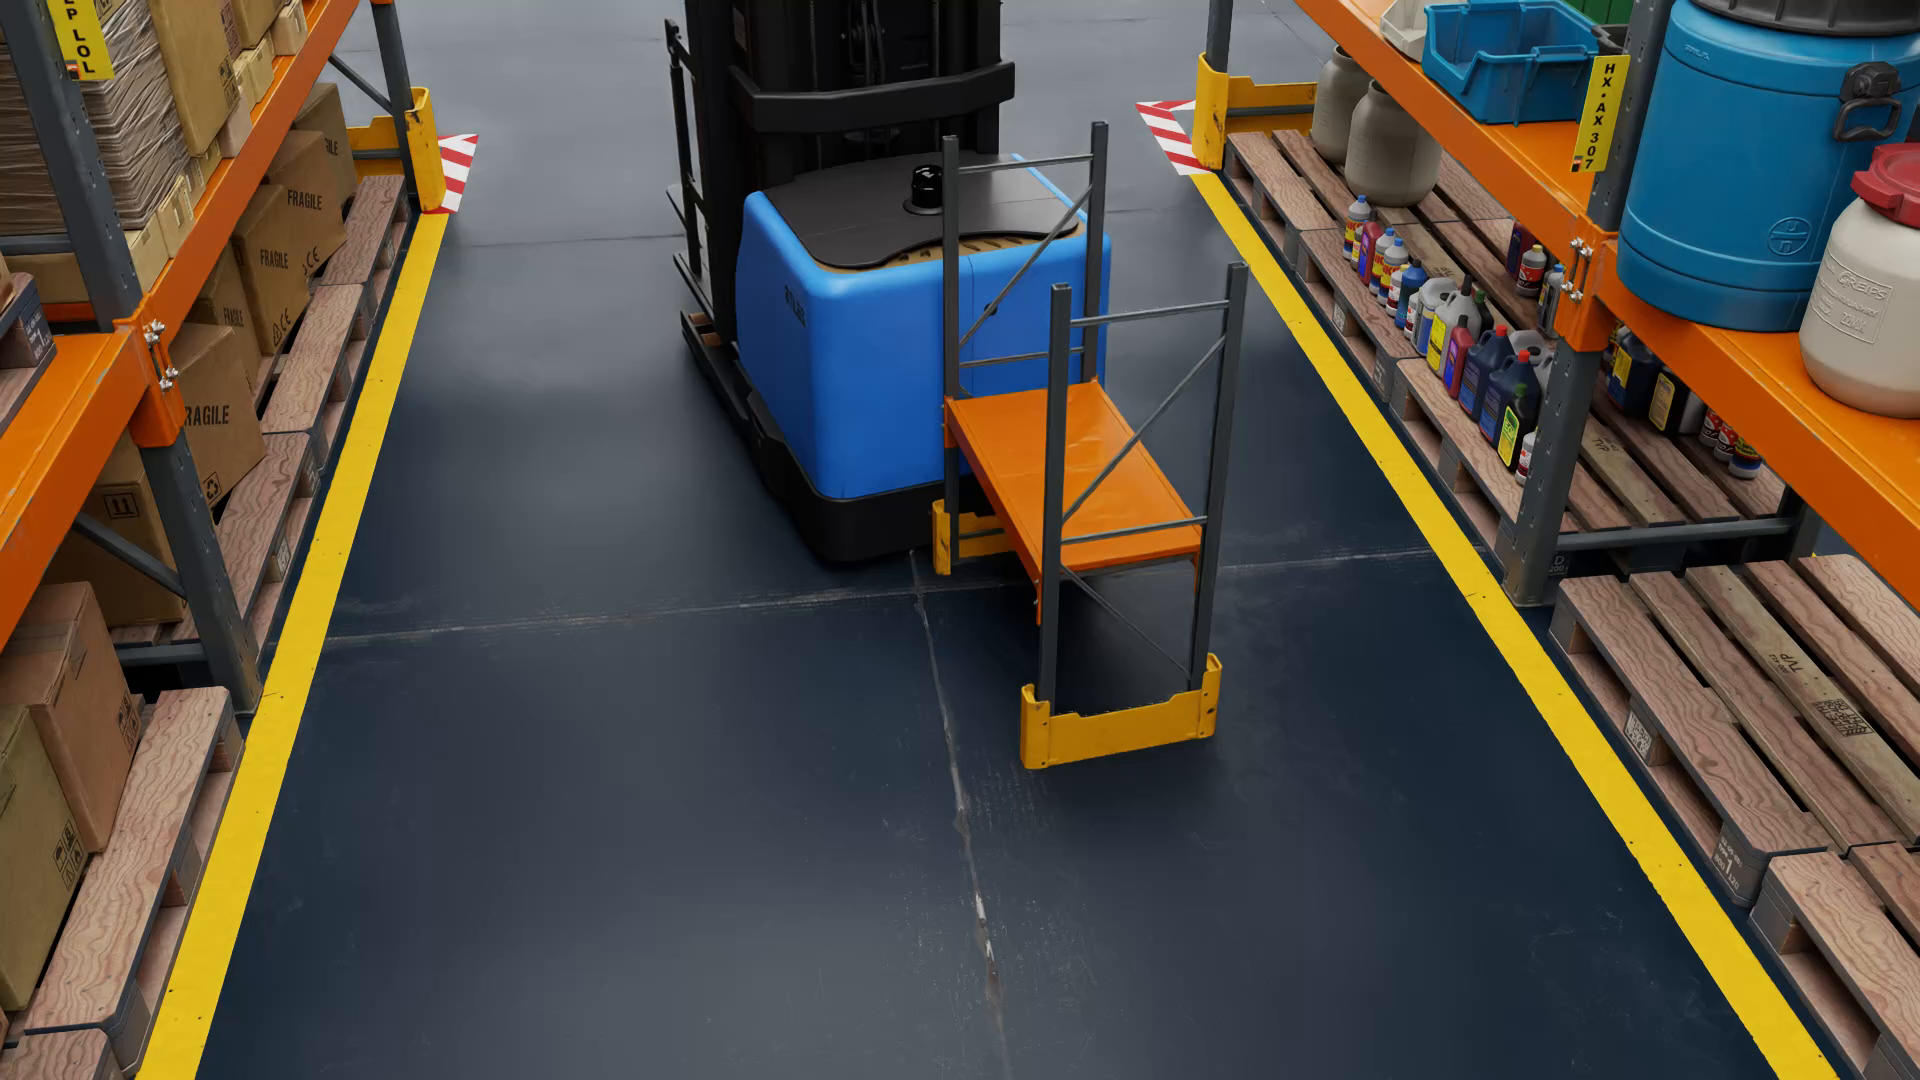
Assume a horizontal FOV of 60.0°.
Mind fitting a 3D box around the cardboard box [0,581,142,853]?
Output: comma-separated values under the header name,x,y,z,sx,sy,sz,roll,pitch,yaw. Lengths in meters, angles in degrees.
name,x,y,z,sx,sy,sz,roll,pitch,yaw
cardboard box,-2.551,0.487,4.200,0.700,0.500,0.500,-7,35,-10

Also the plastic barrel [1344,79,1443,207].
name,x,y,z,sx,sy,sz,roll,pitch,yaw
plastic barrel,1.990,-1.820,7.593,0.421,0.512,0.421,0,34,0

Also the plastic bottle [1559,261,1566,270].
name,x,y,z,sx,sy,sz,roll,pitch,yaw
plastic bottle,2.491,-1.099,6.660,0.144,0.351,0.185,-3,34,-4

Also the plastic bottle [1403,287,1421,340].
name,x,y,z,sx,sy,sz,roll,pitch,yaw
plastic bottle,1.794,-0.888,6.484,0.097,0.201,0.097,0,34,0

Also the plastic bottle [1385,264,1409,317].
name,x,y,z,sx,sy,sz,roll,pitch,yaw
plastic bottle,1.766,-1.003,6.653,0.097,0.201,0.097,0,34,0

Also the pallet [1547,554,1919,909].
name,x,y,z,sx,sy,sz,roll,pitch,yaw
pallet,2.440,0.504,4.823,1.003,0.211,1.213,-4,35,-6

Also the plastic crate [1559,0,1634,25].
name,x,y,z,sx,sy,sz,roll,pitch,yaw
plastic crate,2.393,-1.775,5.879,0.450,0.188,0.662,-4,35,-6

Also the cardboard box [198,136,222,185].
name,x,y,z,sx,sy,sz,roll,pitch,yaw
cardboard box,-2.467,-1.164,5.017,0.380,0.149,0.250,-4,35,-6

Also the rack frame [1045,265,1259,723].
name,x,y,z,sx,sy,sz,roll,pitch,yaw
rack frame,0.483,-0.006,4.428,0.500,1.500,0.032,-9,35,-13

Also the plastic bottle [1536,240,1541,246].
name,x,y,z,sx,sy,sz,roll,pitch,yaw
plastic bottle,2.446,-1.237,6.930,0.152,0.276,0.135,-4,34,-6

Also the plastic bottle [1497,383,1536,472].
name,x,y,z,sx,sy,sz,roll,pitch,yaw
plastic bottle,1.905,-0.386,5.674,0.061,0.283,0.133,-3,34,-4

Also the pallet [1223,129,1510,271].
name,x,y,z,sx,sy,sz,roll,pitch,yaw
pallet,1.919,-1.671,8.014,1.003,0.211,1.213,-4,35,-6

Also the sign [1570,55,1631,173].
name,x,y,z,sx,sy,sz,roll,pitch,yaw
sign,1.750,-1.162,4.546,0.100,0.325,0.005,-4,35,-6

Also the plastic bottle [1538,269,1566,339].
name,x,y,z,sx,sy,sz,roll,pitch,yaw
plastic bottle,2.373,-0.939,6.492,0.152,0.276,0.135,-4,35,-6

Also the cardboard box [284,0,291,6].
name,x,y,z,sx,sy,sz,roll,pitch,yaw
cardboard box,-2.892,-2.243,6.025,0.875,0.500,0.500,-4,35,-6

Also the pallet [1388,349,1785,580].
name,x,y,z,sx,sy,sz,roll,pitch,yaw
pallet,2.247,-0.309,6.016,1.003,0.211,1.213,-4,35,-6

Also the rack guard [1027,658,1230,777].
name,x,y,z,sx,sy,sz,roll,pitch,yaw
rack guard,0.483,0.509,4.781,0.587,0.250,0.087,-9,35,-13

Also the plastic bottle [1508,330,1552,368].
name,x,y,z,sx,sy,sz,roll,pitch,yaw
plastic bottle,2.042,-0.609,6.009,0.152,0.276,0.135,-4,35,-6

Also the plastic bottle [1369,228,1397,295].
name,x,y,z,sx,sy,sz,roll,pitch,yaw
plastic bottle,1.739,-1.143,6.796,0.097,0.271,0.097,0,34,0

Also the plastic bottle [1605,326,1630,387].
name,x,y,z,sx,sy,sz,roll,pitch,yaw
plastic bottle,2.460,-0.691,6.133,0.097,0.271,0.097,0,34,0

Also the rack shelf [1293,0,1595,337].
name,x,y,z,sx,sy,sz,roll,pitch,yaw
rack shelf,2.027,-1.902,6.516,1.077,0.370,4.000,-4,35,-6

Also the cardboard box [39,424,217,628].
name,x,y,z,sx,sy,sz,roll,pitch,yaw
cardboard box,-2.626,-0.075,5.043,0.500,0.500,0.500,-5,35,-8

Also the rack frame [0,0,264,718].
name,x,y,z,sx,sy,sz,roll,pitch,yaw
rack frame,-2.612,-0.708,4.126,1.000,3.000,0.127,-4,35,-6

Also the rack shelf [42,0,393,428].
name,x,y,z,sx,sy,sz,roll,pitch,yaw
rack shelf,-2.881,-1.527,5.966,1.077,0.370,4.000,-4,35,-6

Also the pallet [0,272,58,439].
name,x,y,z,sx,sy,sz,roll,pitch,yaw
pallet,-2.653,-0.191,3.538,1.003,0.211,1.213,-4,35,-6

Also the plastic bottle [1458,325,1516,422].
name,x,y,z,sx,sy,sz,roll,pitch,yaw
plastic bottle,1.898,-0.615,5.951,0.144,0.351,0.185,-6,35,-9

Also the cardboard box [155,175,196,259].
name,x,y,z,sx,sy,sz,roll,pitch,yaw
cardboard box,-2.363,-0.888,4.612,0.380,0.149,0.250,-4,35,-6

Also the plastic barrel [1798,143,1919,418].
name,x,y,z,sx,sy,sz,roll,pitch,yaw
plastic barrel,2.207,-0.589,3.830,0.433,0.535,0.433,0,34,0

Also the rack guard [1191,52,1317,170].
name,x,y,z,sx,sy,sz,roll,pitch,yaw
rack guard,1.815,-2.244,8.598,1.175,0.500,0.348,-4,35,-6

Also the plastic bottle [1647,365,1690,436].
name,x,y,z,sx,sy,sz,roll,pitch,yaw
plastic bottle,2.512,-0.524,5.876,0.061,0.283,0.133,-4,35,-6

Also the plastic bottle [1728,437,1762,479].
name,x,y,z,sx,sy,sz,roll,pitch,yaw
plastic bottle,2.688,-0.349,5.630,0.097,0.271,0.097,0,34,0

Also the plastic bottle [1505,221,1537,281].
name,x,y,z,sx,sy,sz,roll,pitch,yaw
plastic bottle,2.341,-1.232,6.916,0.061,0.283,0.133,-4,35,-6

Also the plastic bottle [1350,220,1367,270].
name,x,y,z,sx,sy,sz,roll,pitch,yaw
plastic bottle,1.707,-1.248,7.012,0.097,0.201,0.097,0,34,0

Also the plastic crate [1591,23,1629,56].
name,x,y,z,sx,sy,sz,roll,pitch,yaw
plastic crate,2.352,-1.359,5.136,0.767,0.338,0.504,-4,35,-6

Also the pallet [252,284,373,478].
name,x,y,z,sx,sy,sz,roll,pitch,yaw
pallet,-2.905,-0.610,6.458,1.003,0.211,1.213,-4,35,-6

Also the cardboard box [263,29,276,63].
name,x,y,z,sx,sy,sz,roll,pitch,yaw
cardboard box,-2.636,-1.719,5.832,0.380,0.149,0.250,-4,35,-6

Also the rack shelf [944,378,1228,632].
name,x,y,z,sx,sy,sz,roll,pitch,yaw
rack shelf,0.344,-0.133,4.933,0.538,0.185,1.000,-9,35,-13

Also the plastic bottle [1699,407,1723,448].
name,x,y,z,sx,sy,sz,roll,pitch,yaw
plastic bottle,2.660,-0.433,5.816,0.097,0.201,0.097,0,34,0

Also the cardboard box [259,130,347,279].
name,x,y,z,sx,sy,sz,roll,pitch,yaw
cardboard box,-2.968,-1.400,6.988,0.500,0.500,0.500,4,35,6

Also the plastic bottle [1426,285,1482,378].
name,x,y,z,sx,sy,sz,roll,pitch,yaw
plastic bottle,1.855,-0.795,6.215,0.144,0.351,0.185,-5,35,-7

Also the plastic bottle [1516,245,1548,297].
name,x,y,z,sx,sy,sz,roll,pitch,yaw
plastic bottle,2.344,-1.109,6.808,0.097,0.201,0.097,0,34,0

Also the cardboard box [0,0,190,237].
name,x,y,z,sx,sy,sz,roll,pitch,yaw
cardboard box,-2.611,-1.128,4.389,0.875,0.500,0.500,-4,35,-6

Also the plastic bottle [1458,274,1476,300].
name,x,y,z,sx,sy,sz,roll,pitch,yaw
plastic bottle,1.942,-0.867,6.380,0.061,0.283,0.133,-4,35,-6

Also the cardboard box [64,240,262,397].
name,x,y,z,sx,sy,sz,roll,pitch,yaw
cardboard box,-2.872,-0.735,6.011,0.500,0.500,0.500,-7,35,-11

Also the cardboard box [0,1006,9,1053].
name,x,y,z,sx,sy,sz,roll,pitch,yaw
cardboard box,-2.429,1.067,3.350,0.700,0.500,0.500,-7,35,-10

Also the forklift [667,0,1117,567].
name,x,y,z,sx,sy,sz,roll,pitch,yaw
forklift,-0.495,-1.945,6.001,1.130,2.935,3.031,-12,36,-18

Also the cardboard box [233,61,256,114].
name,x,y,z,sx,sy,sz,roll,pitch,yaw
cardboard box,-2.535,-1.443,5.427,0.380,0.149,0.250,-4,35,-6

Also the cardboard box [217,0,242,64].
name,x,y,z,sx,sy,sz,roll,pitch,yaw
cardboard box,-2.810,-1.681,5.201,0.875,0.500,0.500,-4,35,-6

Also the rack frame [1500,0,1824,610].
name,x,y,z,sx,sy,sz,roll,pitch,yaw
rack frame,2.296,-1.083,4.676,1.000,3.000,0.127,-4,35,-6

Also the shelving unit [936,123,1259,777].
name,x,y,z,sx,sy,sz,roll,pitch,yaw
shelving unit,0.346,-0.277,4.824,0.587,1.500,1.083,-9,35,-13

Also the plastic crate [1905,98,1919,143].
name,x,y,z,sx,sy,sz,roll,pitch,yaw
plastic crate,2.664,-0.863,4.295,0.402,0.464,0.583,-4,35,-6
